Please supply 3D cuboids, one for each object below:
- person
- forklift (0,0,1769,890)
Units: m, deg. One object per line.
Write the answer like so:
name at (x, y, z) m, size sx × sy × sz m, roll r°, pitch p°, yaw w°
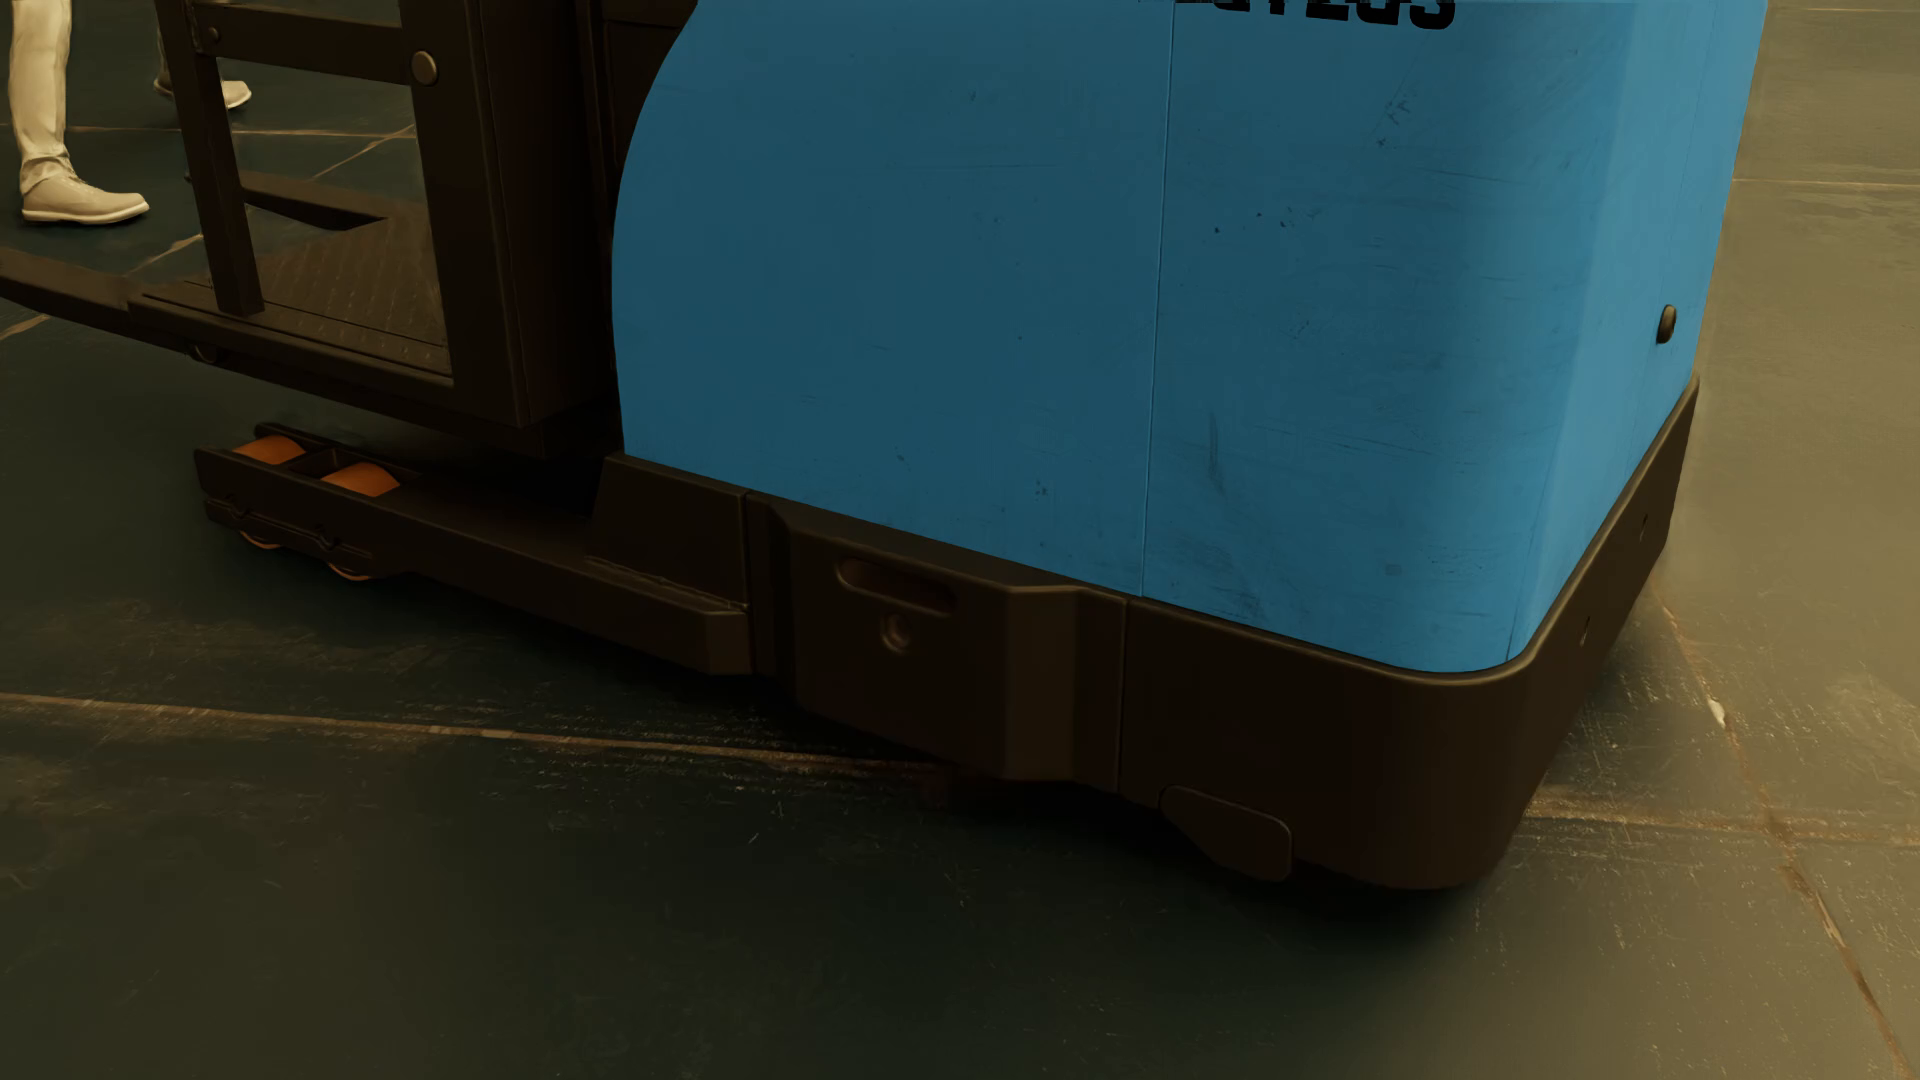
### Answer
person at (-2.190, -1.705, 4.261) m, size 0.794 × 1.474 × 1.246 m, roll 10°, pitch 28°, yaw 18°
forklift at (-0.524, -1.436, 2.096) m, size 3.031 × 2.935 × 1.130 m, roll 15°, pitch 30°, yaw 28°
